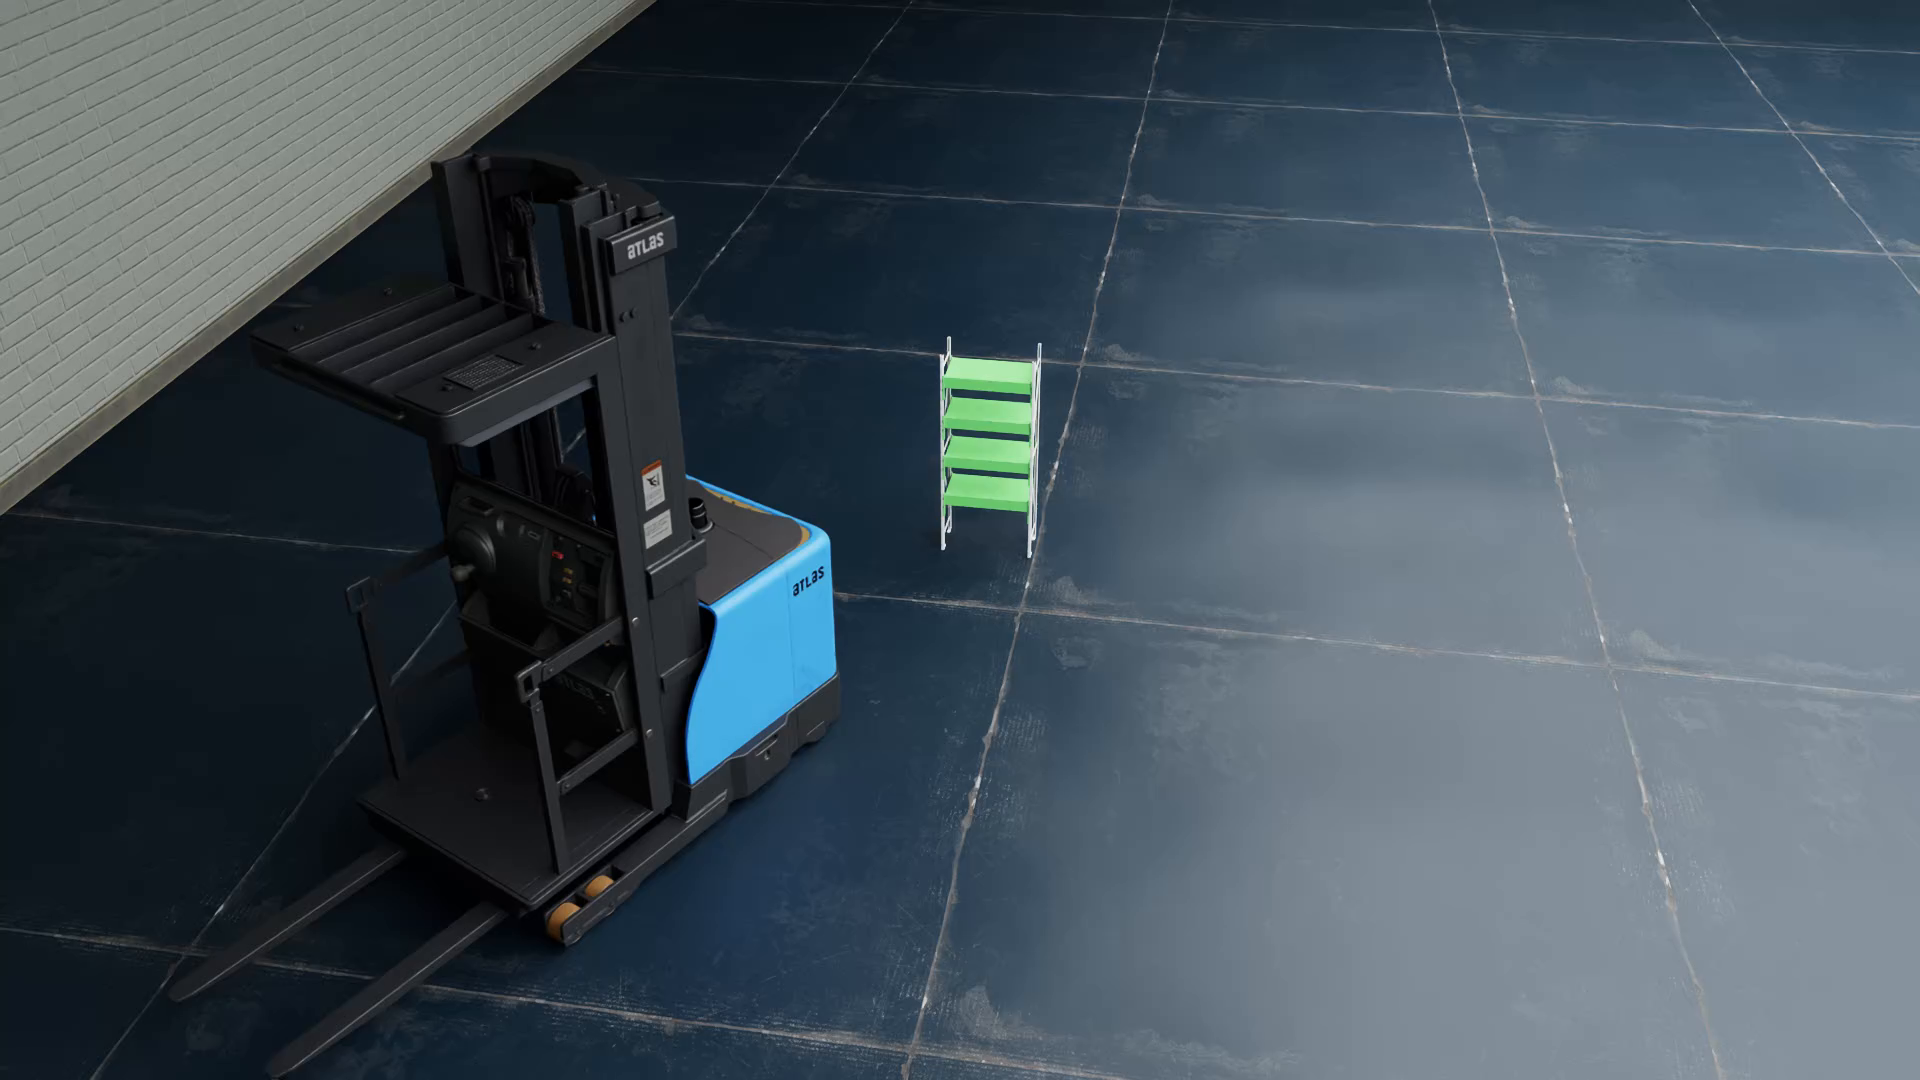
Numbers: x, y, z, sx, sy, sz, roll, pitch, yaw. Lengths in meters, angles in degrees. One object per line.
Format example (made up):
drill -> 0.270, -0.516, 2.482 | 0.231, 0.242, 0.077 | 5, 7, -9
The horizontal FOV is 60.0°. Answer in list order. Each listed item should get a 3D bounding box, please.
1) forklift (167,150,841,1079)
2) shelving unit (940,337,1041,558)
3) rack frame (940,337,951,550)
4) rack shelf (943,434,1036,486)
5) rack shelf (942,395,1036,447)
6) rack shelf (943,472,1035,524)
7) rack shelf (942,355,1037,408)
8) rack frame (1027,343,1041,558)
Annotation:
forklift -> -1.837, 0.113, 6.480 | 1.130, 2.935, 3.031 | 21, 38, 30
shelving unit -> 0.163, -0.494, 9.082 | 0.503, 1.200, 0.258 | 5, 32, 8
rack frame -> -0.077, -0.516, 9.117 | 0.015, 1.200, 0.240 | 5, 32, 8
rack shelf -> 0.163, -0.440, 9.116 | 0.480, 0.148, 0.258 | 5, 32, 8
rack shelf -> 0.163, -0.643, 8.988 | 0.480, 0.148, 0.258 | 5, 32, 8
rack shelf -> 0.163, -0.236, 9.243 | 0.480, 0.148, 0.258 | 5, 32, 8
rack shelf -> 0.163, -0.847, 8.861 | 0.480, 0.148, 0.258 | 5, 32, 8
rack frame -> 0.404, -0.472, 9.047 | 0.015, 1.200, 0.240 | 5, 32, 8
